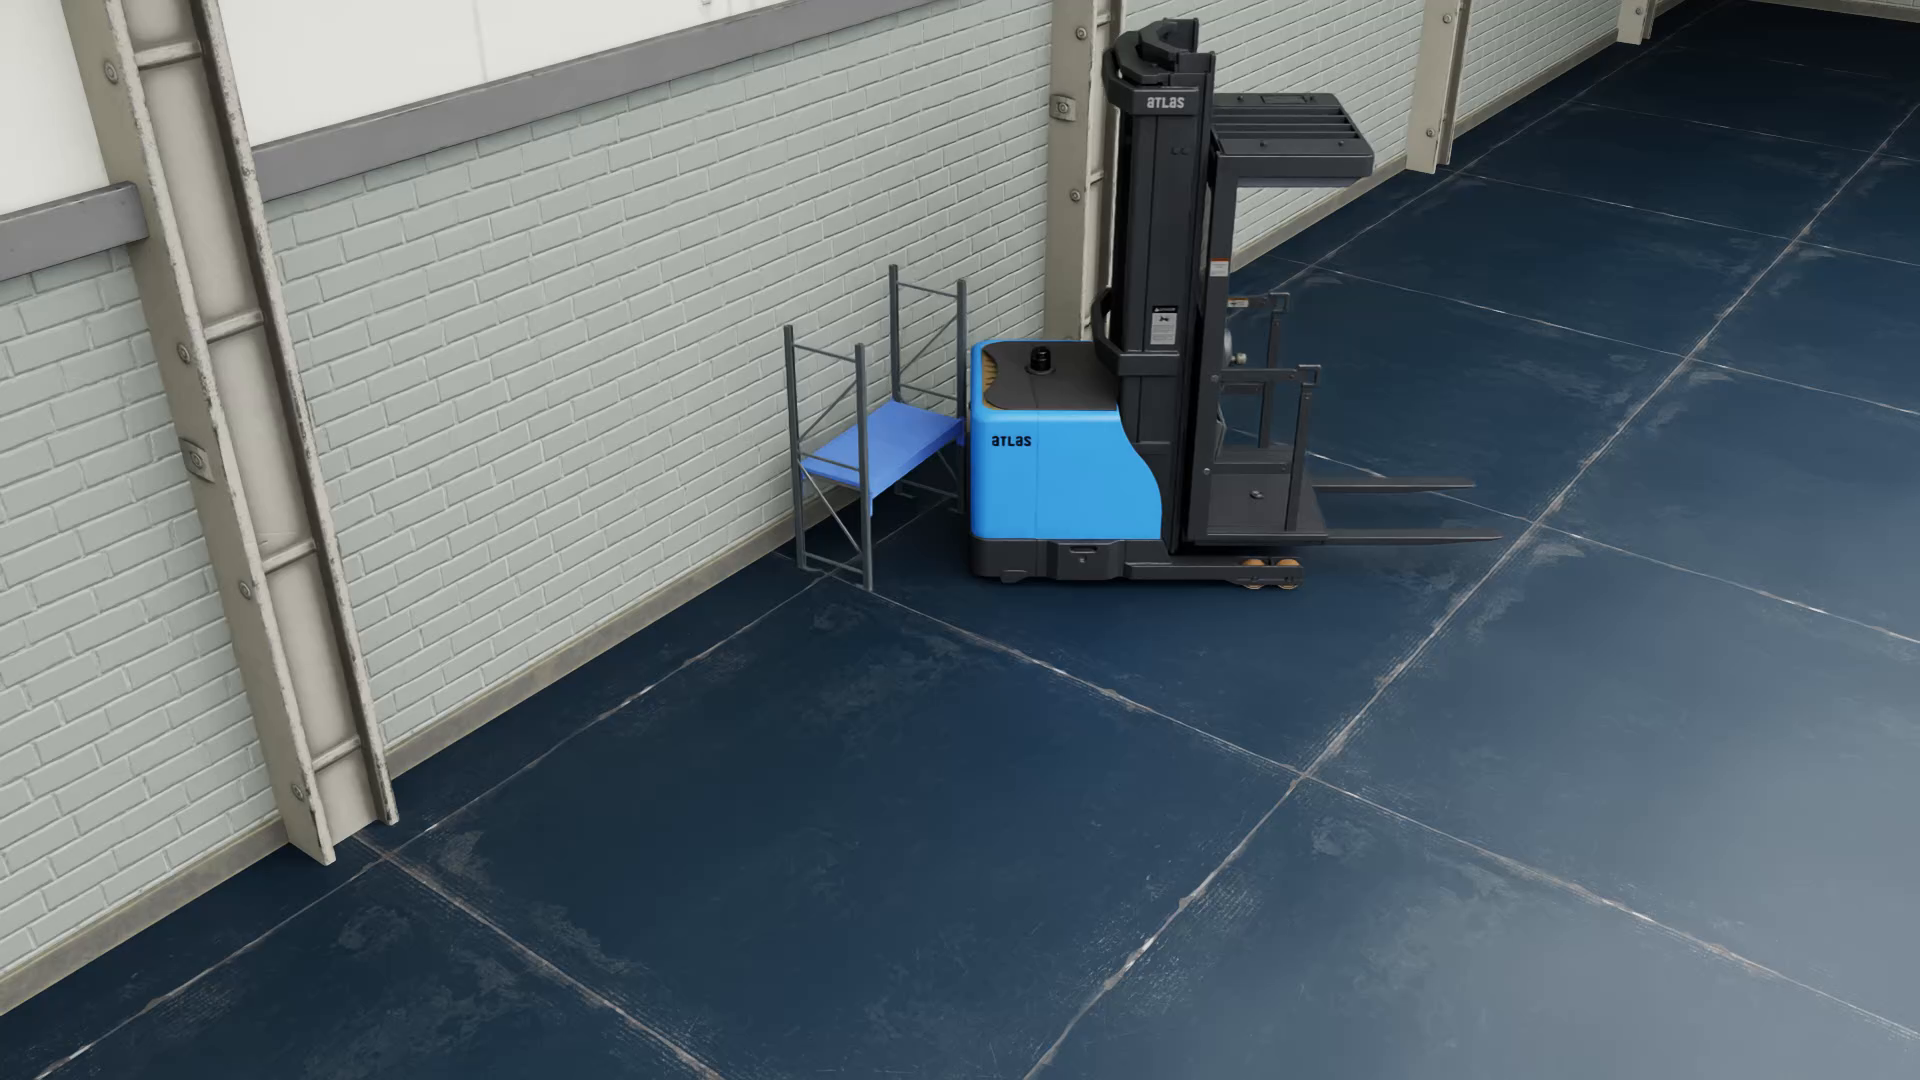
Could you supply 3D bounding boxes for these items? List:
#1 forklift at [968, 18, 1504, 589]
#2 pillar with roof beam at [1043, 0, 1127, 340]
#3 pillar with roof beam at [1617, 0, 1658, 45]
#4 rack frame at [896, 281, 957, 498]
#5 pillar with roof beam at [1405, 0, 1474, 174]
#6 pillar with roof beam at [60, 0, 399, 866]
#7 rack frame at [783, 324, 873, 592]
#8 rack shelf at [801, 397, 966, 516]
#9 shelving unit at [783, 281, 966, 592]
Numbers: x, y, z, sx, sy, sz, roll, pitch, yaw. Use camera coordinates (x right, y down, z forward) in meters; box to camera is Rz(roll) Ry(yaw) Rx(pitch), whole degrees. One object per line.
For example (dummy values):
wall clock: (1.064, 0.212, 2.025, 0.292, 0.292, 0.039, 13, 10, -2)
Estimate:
forklift: (1.563, -1.258, 9.055, 3.031, 2.935, 1.130, 0, 31, 0)
pillar with roof beam: (4.240, -3.667, 7.169, 9.100, 9.000, 0.400, 21, 37, 31)
pillar with roof beam: (11.484, -8.545, 15.399, 9.100, 9.000, 0.400, 21, 37, 31)
rack frame: (-0.187, -0.869, 9.803, 0.475, 1.308, 0.013, 17, 35, 26)
pillar with roof beam: (7.862, -6.106, 11.284, 9.100, 9.000, 0.400, 21, 37, 31)
pillar with roof beam: (0.619, -1.229, 3.054, 9.100, 9.000, 0.400, 21, 37, 31)
rack frame: (-0.711, -0.425, 9.053, 0.500, 1.500, 0.032, 17, 35, 26)
rack shelf: (-0.448, -0.492, 9.519, 0.538, 0.185, 1.000, 17, 35, 26)
shelving unit: (-0.451, -0.645, 9.424, 0.538, 1.500, 1.039, 17, 35, 26)
